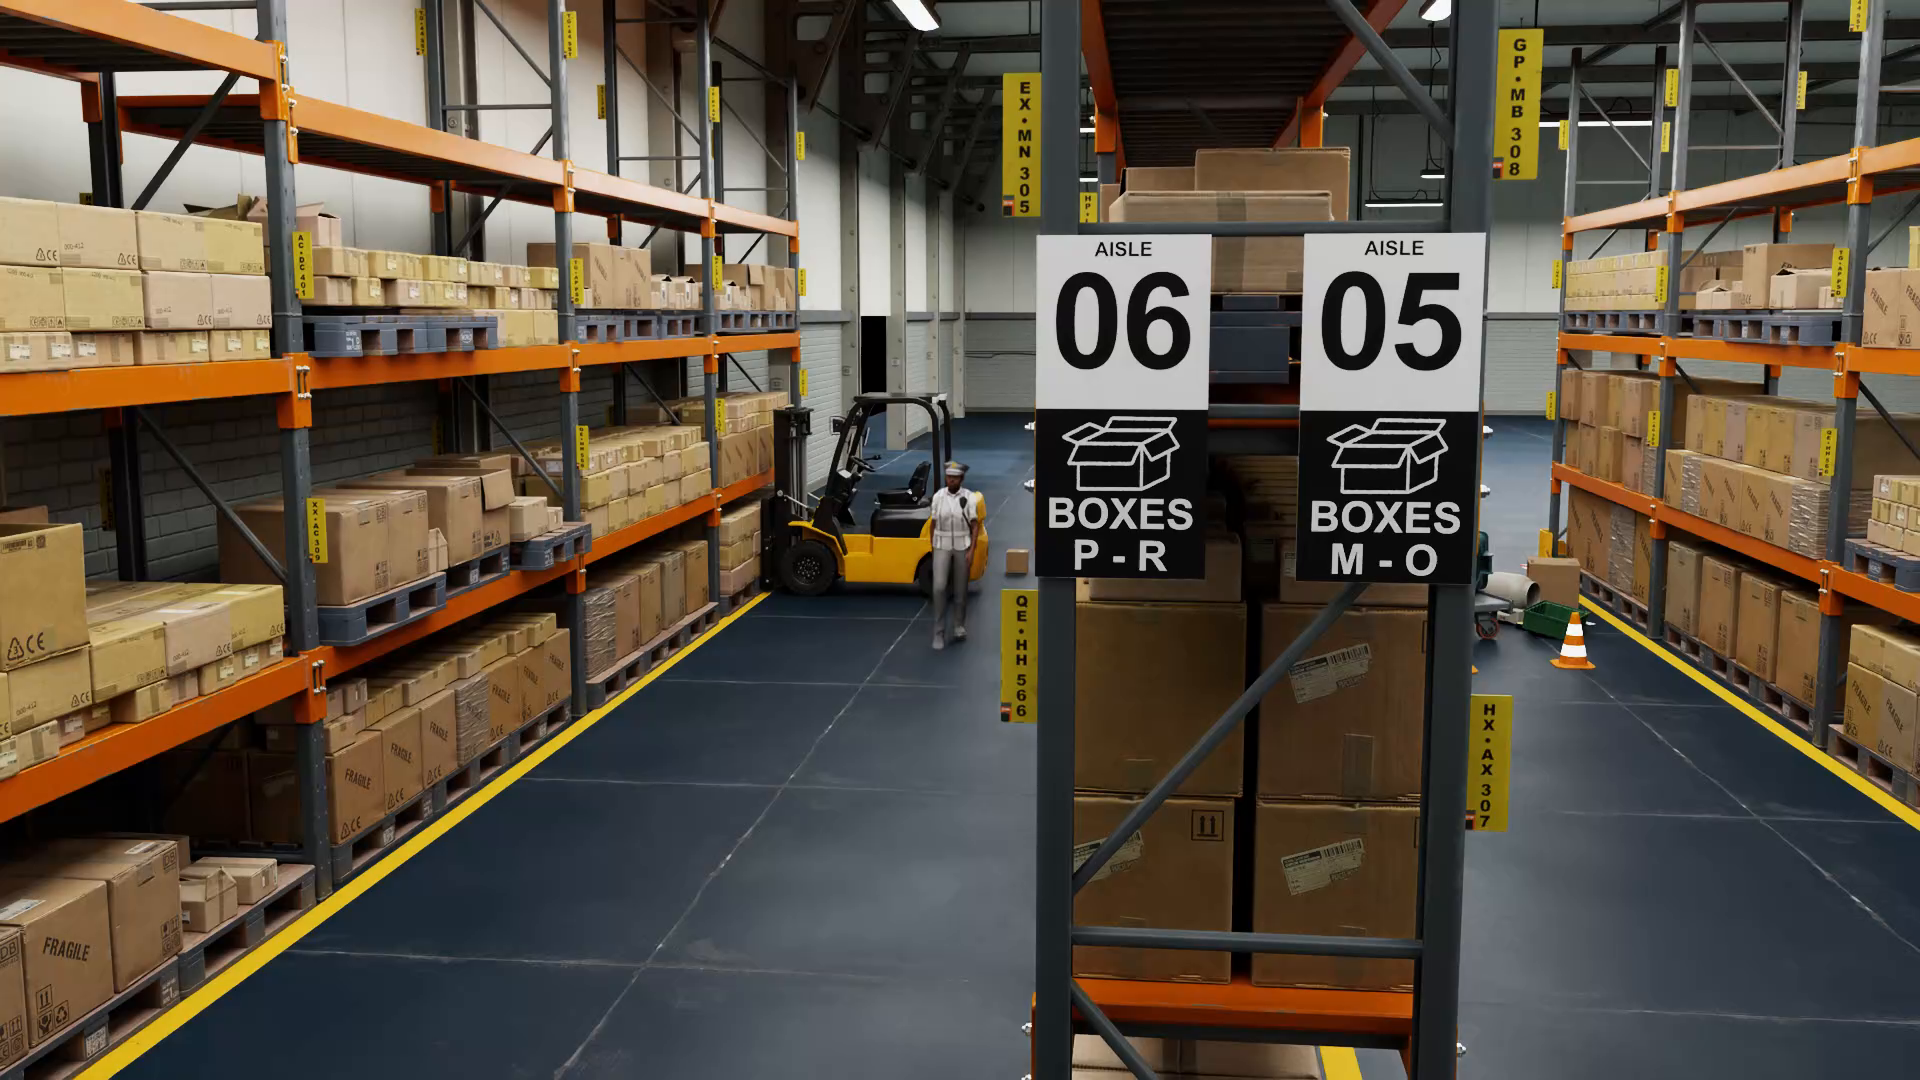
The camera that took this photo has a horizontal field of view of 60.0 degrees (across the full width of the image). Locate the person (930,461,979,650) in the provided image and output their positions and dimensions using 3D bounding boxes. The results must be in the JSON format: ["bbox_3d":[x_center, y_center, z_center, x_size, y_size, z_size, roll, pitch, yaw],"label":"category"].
[{"bbox_3d":[-0.057,0.131,15.327,0.458,1.733,0.697,0,8,3],"label":"person"}]
